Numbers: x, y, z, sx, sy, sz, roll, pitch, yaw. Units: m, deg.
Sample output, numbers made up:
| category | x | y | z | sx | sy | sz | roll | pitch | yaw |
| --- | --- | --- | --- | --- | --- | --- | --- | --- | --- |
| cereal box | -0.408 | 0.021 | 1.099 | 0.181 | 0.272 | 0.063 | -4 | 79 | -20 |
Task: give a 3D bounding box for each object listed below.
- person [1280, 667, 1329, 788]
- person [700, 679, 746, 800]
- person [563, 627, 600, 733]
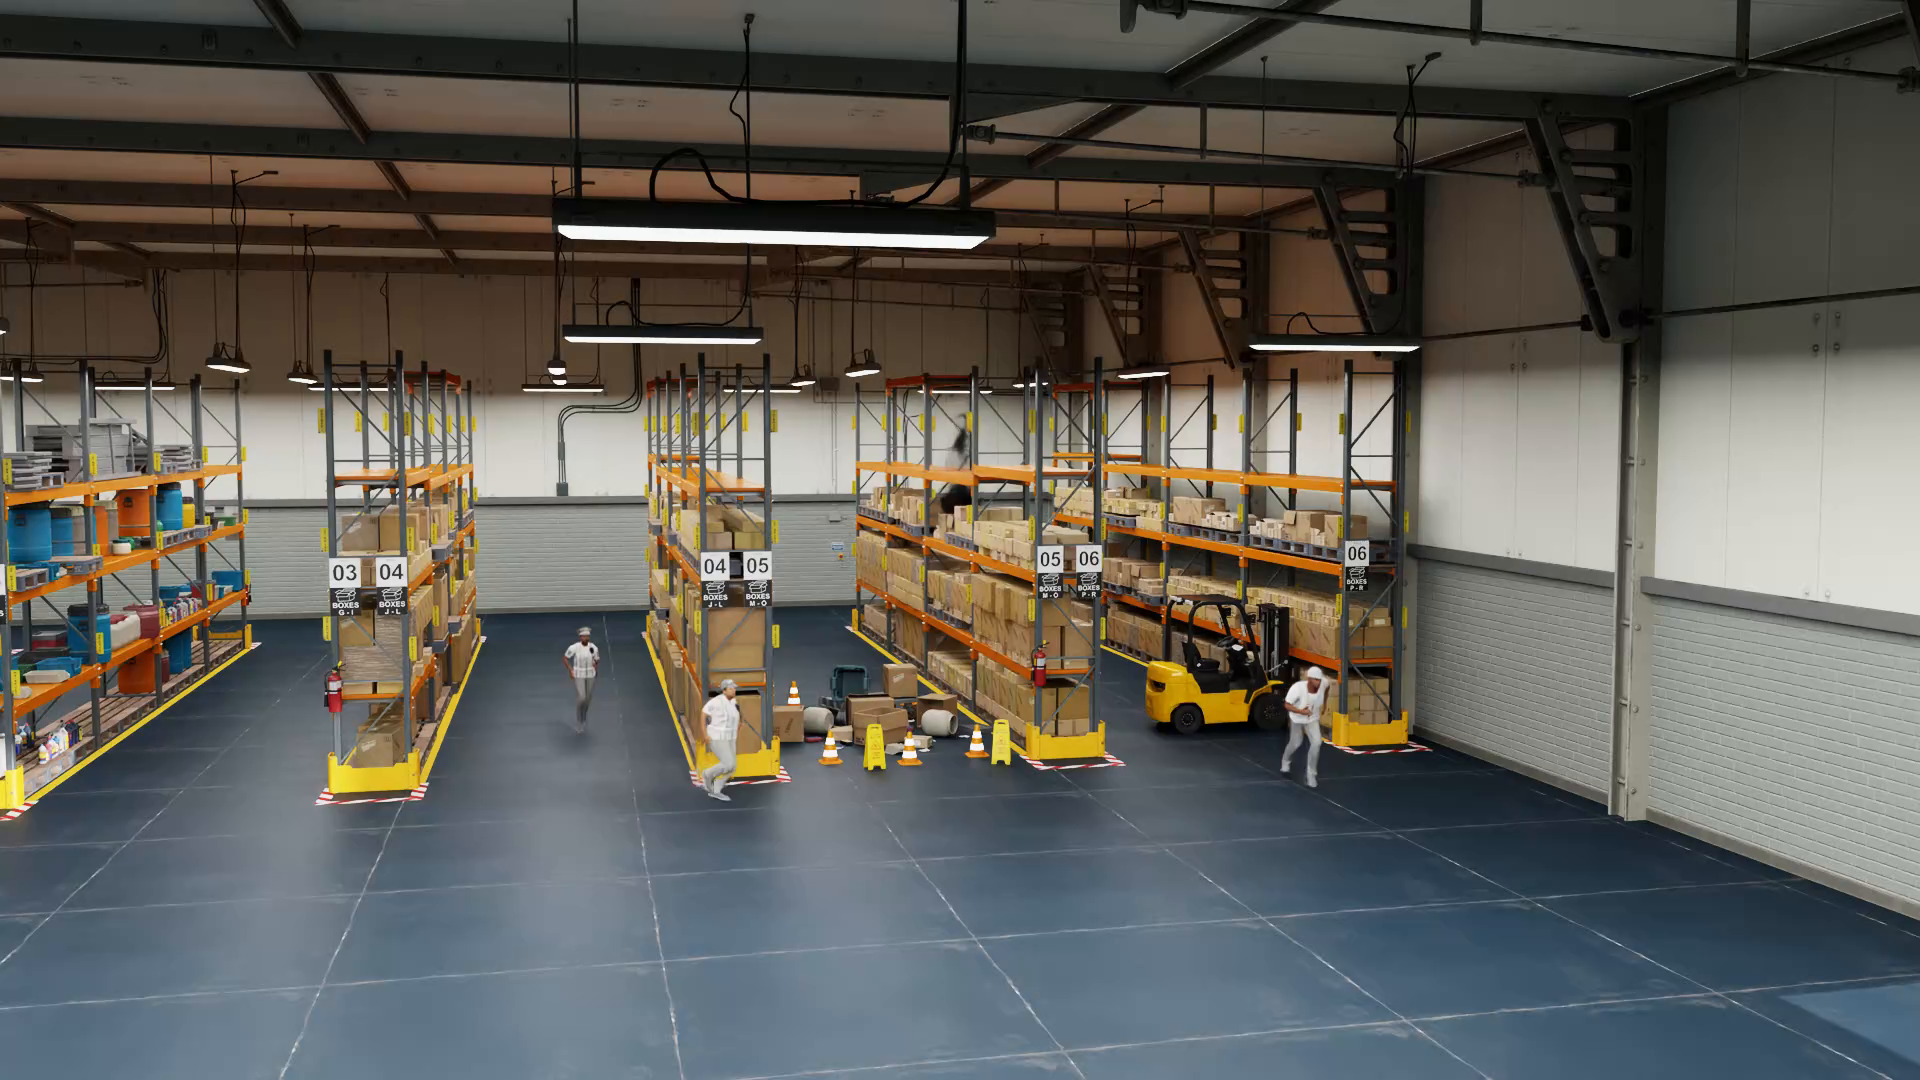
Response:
| category | x | y | z | sx | sy | sz | roll | pitch | yaw |
| --- | --- | --- | --- | --- | --- | --- | --- | --- | --- |
| person | 4.809 | 2.577 | 23.285 | 0.747 | 1.717 | 1.041 | -1 | 4 | -16 |
| person | -3.121 | 2.661 | 22.152 | 0.552 | 1.621 | 0.591 | 2 | 4 | 28 |
| person | -6.143 | 2.286 | 27.169 | 0.551 | 1.723 | 0.719 | -2 | 5 | -32 |
